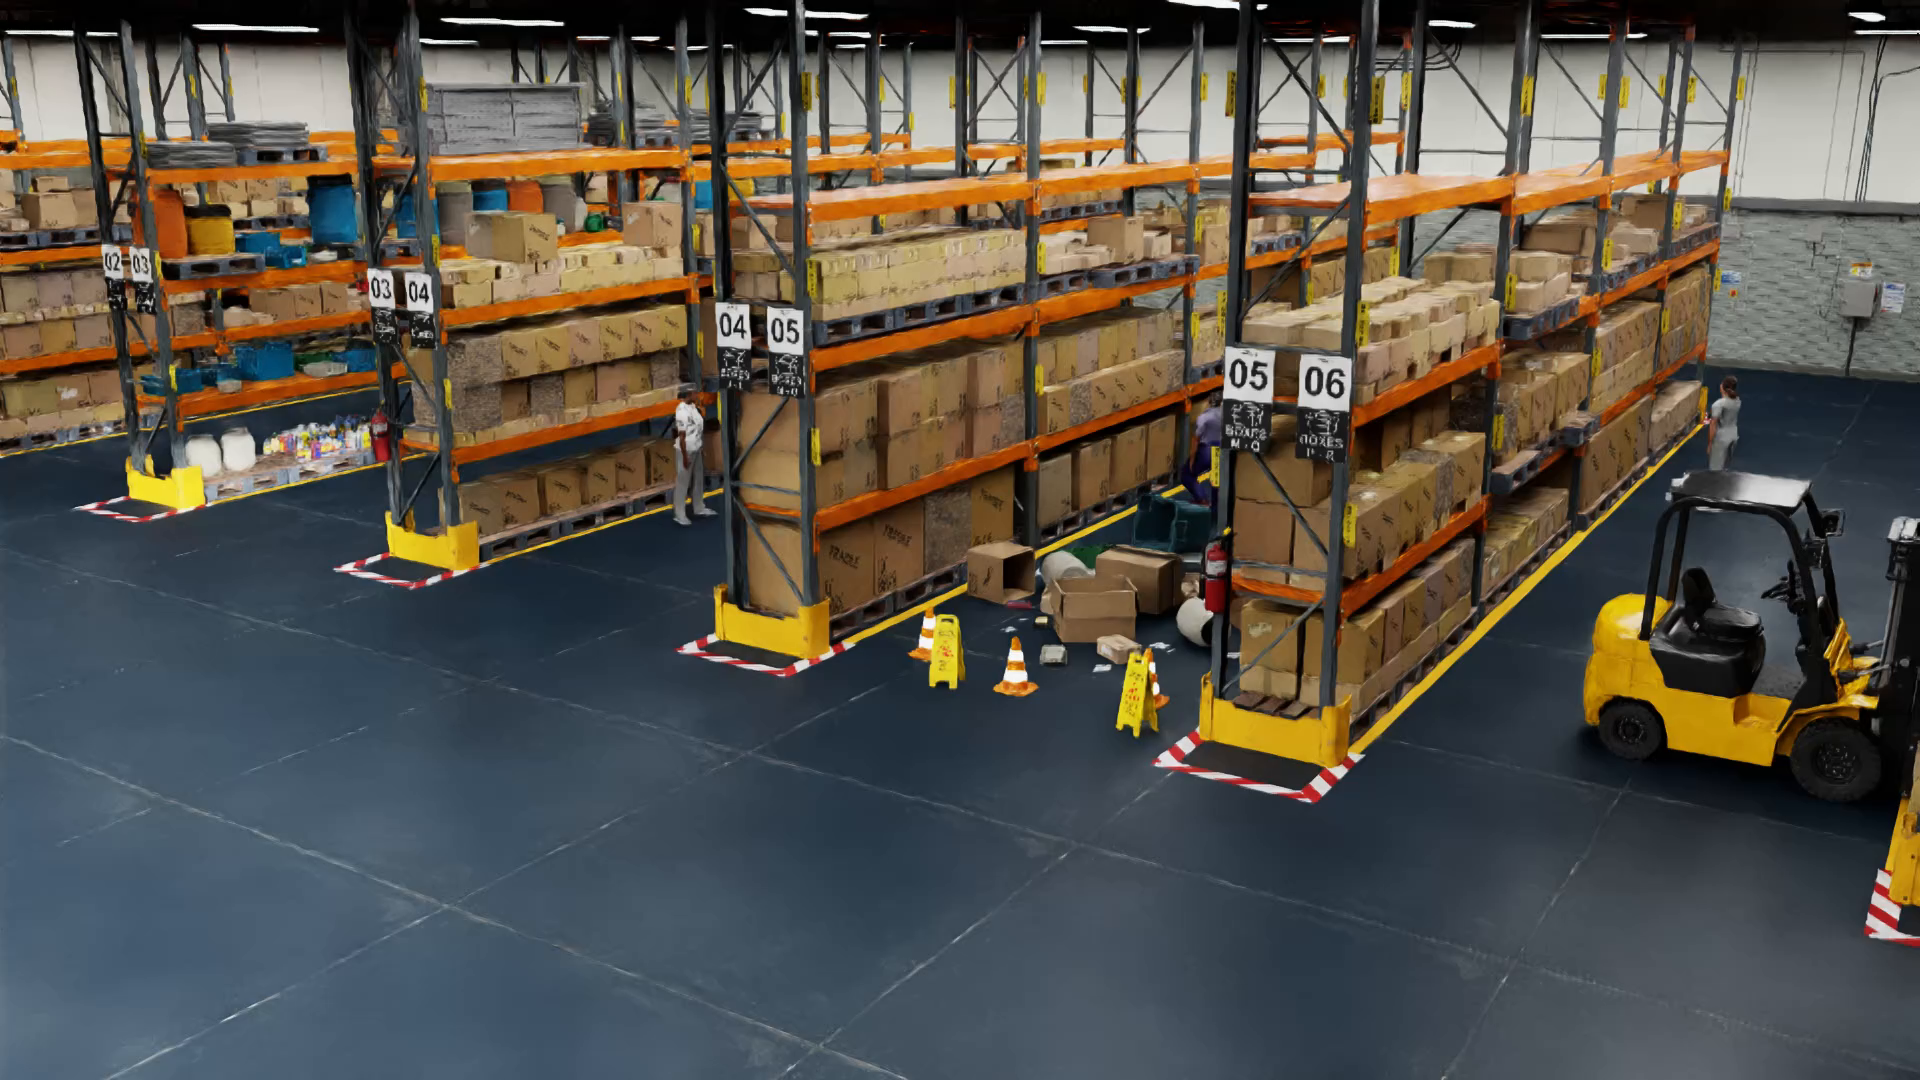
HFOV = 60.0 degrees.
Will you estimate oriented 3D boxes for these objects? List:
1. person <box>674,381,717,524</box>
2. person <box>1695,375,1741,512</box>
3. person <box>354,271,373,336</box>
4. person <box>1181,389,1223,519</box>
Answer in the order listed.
[{"bbox_3d":[-3.199,-1.061,19.849,0.443,1.680,0.545,3,16,10],"label":"person"},{"bbox_3d":[9.292,-1.206,20.388,0.487,1.675,0.477,-8,17,-26],"label":"person"},{"bbox_3d":[-11.282,-4.351,31.754,0.682,1.676,0.529,9,18,29],"label":"person"},{"bbox_3d":[2.926,-0.993,19.687,0.523,1.608,0.496,-7,17,-25],"label":"person"}]
